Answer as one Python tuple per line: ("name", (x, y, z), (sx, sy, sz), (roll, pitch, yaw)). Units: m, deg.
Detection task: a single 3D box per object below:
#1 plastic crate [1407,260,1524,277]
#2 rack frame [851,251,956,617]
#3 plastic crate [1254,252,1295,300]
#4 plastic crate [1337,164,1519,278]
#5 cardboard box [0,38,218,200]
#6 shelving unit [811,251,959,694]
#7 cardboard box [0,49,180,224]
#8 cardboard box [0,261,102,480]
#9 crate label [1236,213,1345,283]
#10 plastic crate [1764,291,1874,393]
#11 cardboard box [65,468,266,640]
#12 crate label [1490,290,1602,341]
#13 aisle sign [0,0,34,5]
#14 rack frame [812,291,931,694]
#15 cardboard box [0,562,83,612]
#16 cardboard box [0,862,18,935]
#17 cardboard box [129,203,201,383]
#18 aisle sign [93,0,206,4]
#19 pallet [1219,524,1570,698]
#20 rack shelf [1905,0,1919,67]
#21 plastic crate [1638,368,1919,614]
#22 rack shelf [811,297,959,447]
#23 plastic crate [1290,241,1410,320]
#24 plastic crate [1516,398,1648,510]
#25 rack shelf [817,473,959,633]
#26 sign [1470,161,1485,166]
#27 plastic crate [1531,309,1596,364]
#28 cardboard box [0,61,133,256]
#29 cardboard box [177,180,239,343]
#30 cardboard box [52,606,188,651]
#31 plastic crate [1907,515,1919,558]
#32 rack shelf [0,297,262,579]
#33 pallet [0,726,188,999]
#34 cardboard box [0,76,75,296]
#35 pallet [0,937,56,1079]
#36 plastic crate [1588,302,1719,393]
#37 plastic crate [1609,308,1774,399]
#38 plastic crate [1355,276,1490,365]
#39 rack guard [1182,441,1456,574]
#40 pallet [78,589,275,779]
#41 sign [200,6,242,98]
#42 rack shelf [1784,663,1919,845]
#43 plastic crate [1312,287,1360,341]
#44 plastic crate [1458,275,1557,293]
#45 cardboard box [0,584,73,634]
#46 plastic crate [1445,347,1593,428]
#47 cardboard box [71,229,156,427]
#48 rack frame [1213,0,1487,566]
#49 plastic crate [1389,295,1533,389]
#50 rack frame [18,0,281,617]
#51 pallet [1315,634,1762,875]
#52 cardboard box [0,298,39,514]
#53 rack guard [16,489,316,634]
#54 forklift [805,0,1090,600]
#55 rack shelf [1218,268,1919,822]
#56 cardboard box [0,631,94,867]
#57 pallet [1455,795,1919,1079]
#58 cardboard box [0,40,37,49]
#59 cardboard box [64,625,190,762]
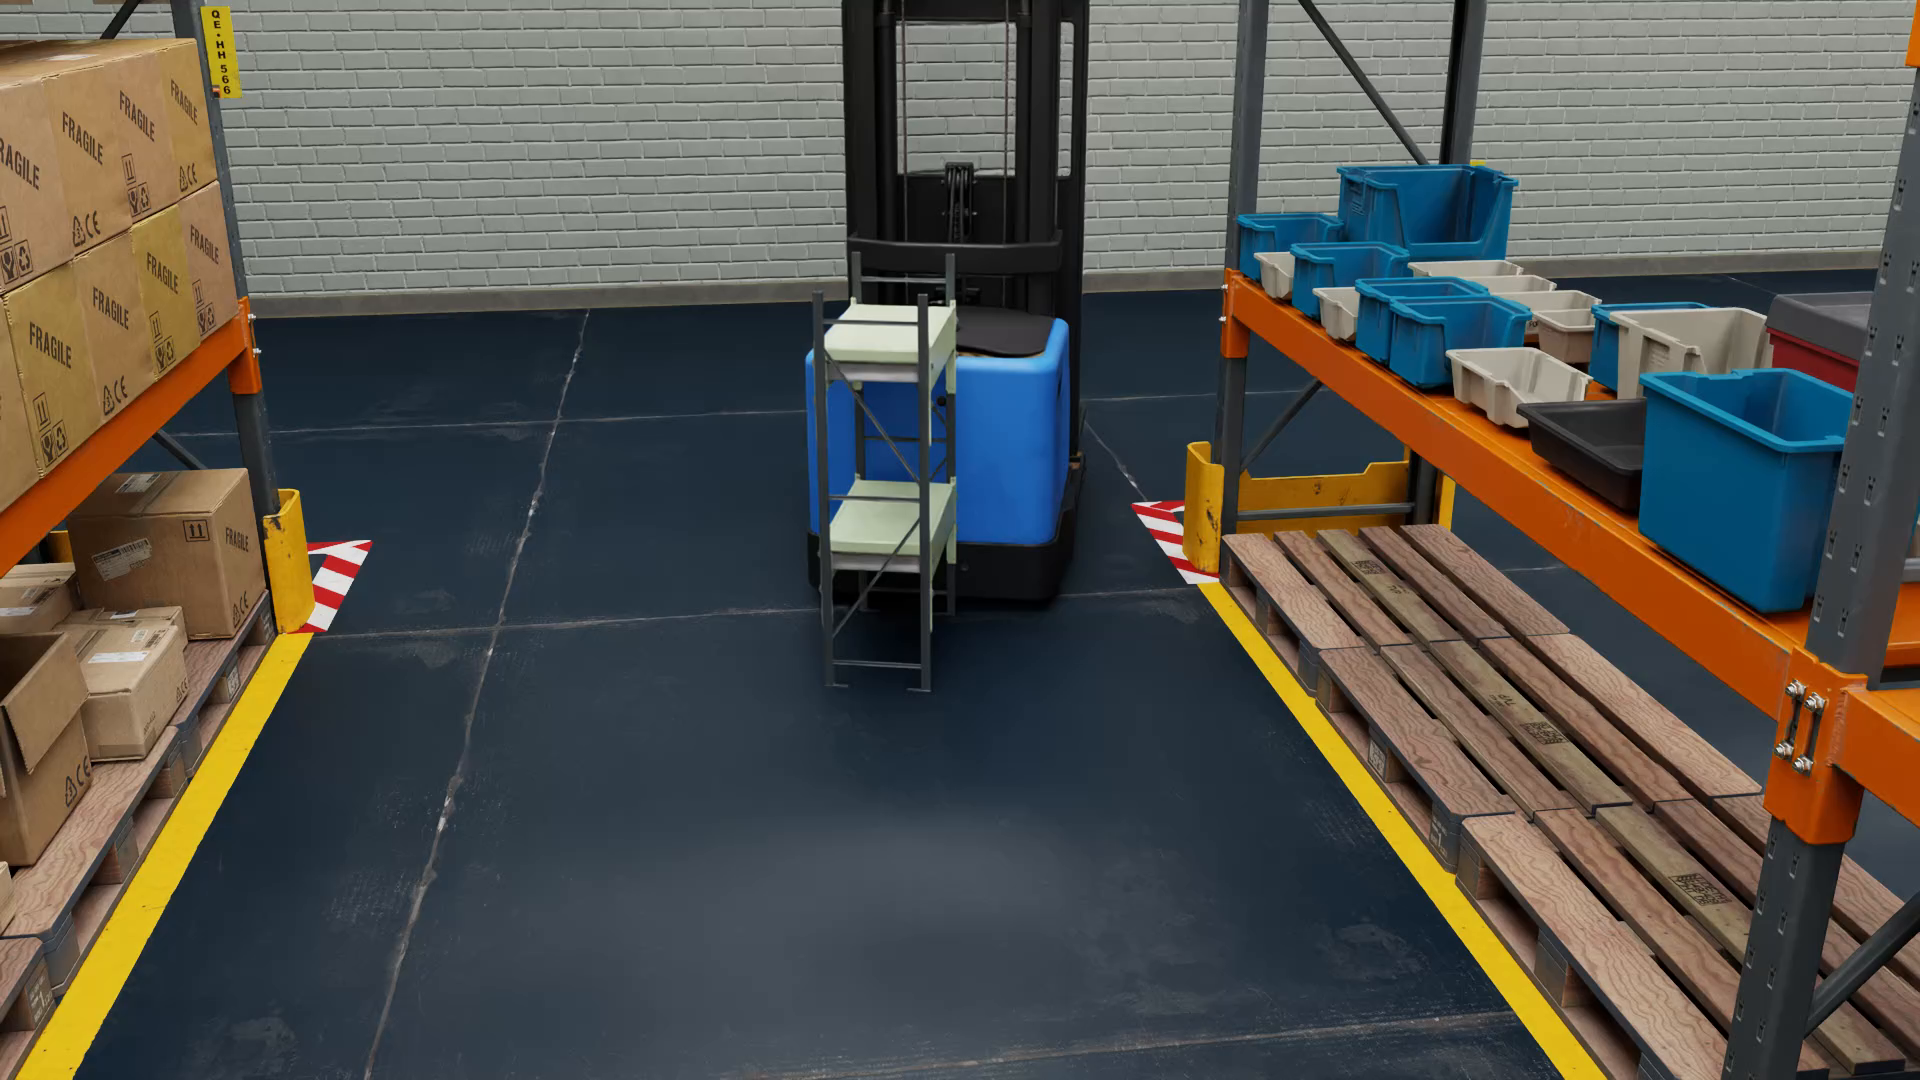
("plastic crate", (1.921, -0.967, 6.310), (0.396, 0.136, 0.243), (-3, 21, -8))
("rack frame", (-0.218, -0.398, 6.638), (0.400, 1.500, 0.023), (2, 21, 7))
("plastic crate", (1.298, -1.023, 6.460), (0.250, 0.136, 0.298), (-3, 21, -8))
("plastic crate", (1.857, -1.274, 6.704), (0.616, 0.435, 0.499), (-3, 21, -8))
("cardboard box", (-2.942, -1.462, 5.773), (0.500, 0.500, 0.500), (-3, 21, -8))
("shelving unit", (-0.263, -0.271, 6.298), (0.431, 1.500, 0.755), (2, 21, 7))
("cardboard box", (-2.868, -1.288, 5.304), (0.500, 0.500, 0.500), (-2, 21, -6))
("cardboard box", (-2.727, -0.466, 4.534), (0.500, 0.500, 0.500), (-3, 21, -9))
("crate label", (1.334, -1.184, 6.751), (0.416, 0.233, 0.303), (-3, 21, -8))
("plastic crate", (2.320, -0.331, 4.138), (0.402, 0.464, 0.583), (-3, 21, -8))
("cardboard box", (-2.956, 0.053, 6.230), (0.500, 0.500, 0.500), (-3, 21, -8))
("crate label", (2.013, -0.771, 5.785), (0.396, 0.136, 0.243), (-3, 21, -8))
("aisle sign", (-3.578, -2.314, 5.909), (0.394, 0.787, 0.004), (-3, 21, -8))
("rack frame", (-0.308, -0.144, 5.958), (0.400, 1.500, 0.023), (2, 21, 7))
("cardboard box", (-3.558, 0.204, 6.328), (0.380, 0.149, 0.250), (-3, 21, -8))
("cardboard box", (-2.682, 0.963, 4.270), (0.380, 0.166, 0.250), (-3, 21, -8))
("cardboard box", (-2.866, -0.813, 5.464), (0.500, 0.500, 0.500), (-3, 21, -7))
("aisle sign", (-2.985, -2.344, 5.990), (0.394, 0.787, 0.004), (-3, 21, -8))
("pallet", (1.705, 0.258, 6.724), (1.003, 0.211, 1.213), (-3, 21, -8))
("rack shelf", (1.913, -1.712, 4.753), (1.077, 0.370, 4.000), (-3, 21, -8))
("plastic crate", (1.796, -0.116, 3.677), (0.392, 0.384, 0.575), (-3, 21, -8))
("rack shelf", (-0.263, -0.637, 6.161), (0.431, 0.370, 0.720), (2, 21, 7))
("plastic crate", (1.429, -0.956, 6.141), (0.416, 0.233, 0.300), (-3, 21, -8))
("plastic crate", (1.774, -0.224, 4.337), (0.437, 0.125, 0.590), (-3, 21, -8))
("rack shelf", (-0.263, 0.034, 6.412), (0.431, 0.370, 0.720), (2, 21, 7))
("sign", (2.166, -1.446, 7.067), (0.100, 0.325, 0.005), (-3, 21, -8))
("plastic crate", (2.074, -0.669, 5.513), (0.298, 0.136, 0.250), (-3, 21, -8))
("cardboard box", (-2.789, -1.108, 4.824), (0.500, 0.500, 0.500), (-2, 21, -6))
("cardboard box", (-2.944, -0.993, 5.945), (0.500, 0.500, 0.500), (-2, 21, -6))
("cardboard box", (-2.986, 0.354, 5.901), (0.380, 0.166, 0.250), (-3, 21, -8))
("plastic crate", (2.275, -0.024, 3.784), (0.396, 0.136, 0.243), (-3, 21, -8))
("rack shelf", (-2.990, -0.058, 4.612), (1.077, 0.370, 4.000), (-3, 21, -8))
("pallet", (-2.978, 0.943, 4.891), (1.003, 0.211, 1.213), (-3, 21, -8))
("cardboard box", (-2.715, -0.930, 4.348), (0.500, 0.500, 0.500), (-2, 21, -6))
("pallet", (-2.799, 1.366, 3.757), (1.003, 0.211, 1.213), (-3, 21, -8))
("plastic crate", (2.174, -0.588, 5.156), (0.416, 0.233, 0.300), (-3, 21, -8))
("plastic crate", (2.163, -0.462, 4.749), (0.437, 0.282, 0.530), (-3, 21, -8))
("plastic crate", (1.524, -0.728, 5.531), (0.416, 0.233, 0.300), (-3, 21, -8))
("rack guard", (1.608, -0.173, 7.464), (1.175, 0.500, 0.348), (-3, 21, -8))
("pallet", (-3.151, 0.521, 6.019), (1.003, 0.211, 1.213), (-3, 21, -8))
("sign", (-2.726, -1.799, 6.139), (0.100, 0.325, 0.005), (-3, 21, -8))
("rack shelf", (2.489, 1.078, 1.570), (1.077, 0.370, 4.000), (-3, 21, -8))
("plastic crate", (1.396, -0.788, 5.831), (0.250, 0.136, 0.298), (-3, 21, -8))
("plastic crate", (1.948, -0.866, 6.039), (0.396, 0.136, 0.243), (-3, 21, -8))
("cardboard box", (-3.408, 0.370, 5.739), (0.500, 0.250, 0.500), (-3, 21, -8))
("plastic crate", (1.652, -0.443, 4.907), (0.293, 0.136, 0.466), (-3, 21, -8))
("cardboard box", (-2.799, -0.640, 5.001), (0.500, 0.500, 0.500), (-3, 21, -7))
("rack frame", (1.624, -1.336, 7.006), (1.000, 3.000, 0.127), (-3, 21, -8))
("plastic crate", (1.567, -0.624, 5.253), (0.416, 0.233, 0.300), (-3, 21, -8))
("rack frame", (-3.278, -1.087, 6.340), (1.000, 3.000, 0.127), (-3, 21, -8))
("pallet", (1.877, 0.679, 5.596), (1.003, 0.211, 1.213), (-3, 21, -8))
("cardboard box", (-2.652, -0.290, 4.063), (0.500, 0.500, 0.500), (-3, 21, -8))
("rack guard", (-3.267, 0.110, 6.707), (1.175, 0.500, 0.348), (-3, 21, -8))
("forklift", (0.055, -1.602, 7.816), (1.130, 2.935, 3.031), (2, 21, 7))
("rack shelf", (1.913, -0.306, 5.278), (1.077, 0.370, 4.000), (-3, 21, -8))
("cardboard box", (-2.977, 0.611, 4.733), (0.797, 0.503, 0.637), (-3, 21, -8))
("pallet", (2.056, 1.103, 4.462), (1.003, 0.211, 1.213), (-3, 21, -8))
("cardboard box", (-3.475, -1.436, 5.701), (0.500, 0.500, 0.500), (-2, 21, -6))
("cardboard box", (-2.849, 0.501, 5.389), (0.500, 0.250, 0.500), (-3, 21, -8))
